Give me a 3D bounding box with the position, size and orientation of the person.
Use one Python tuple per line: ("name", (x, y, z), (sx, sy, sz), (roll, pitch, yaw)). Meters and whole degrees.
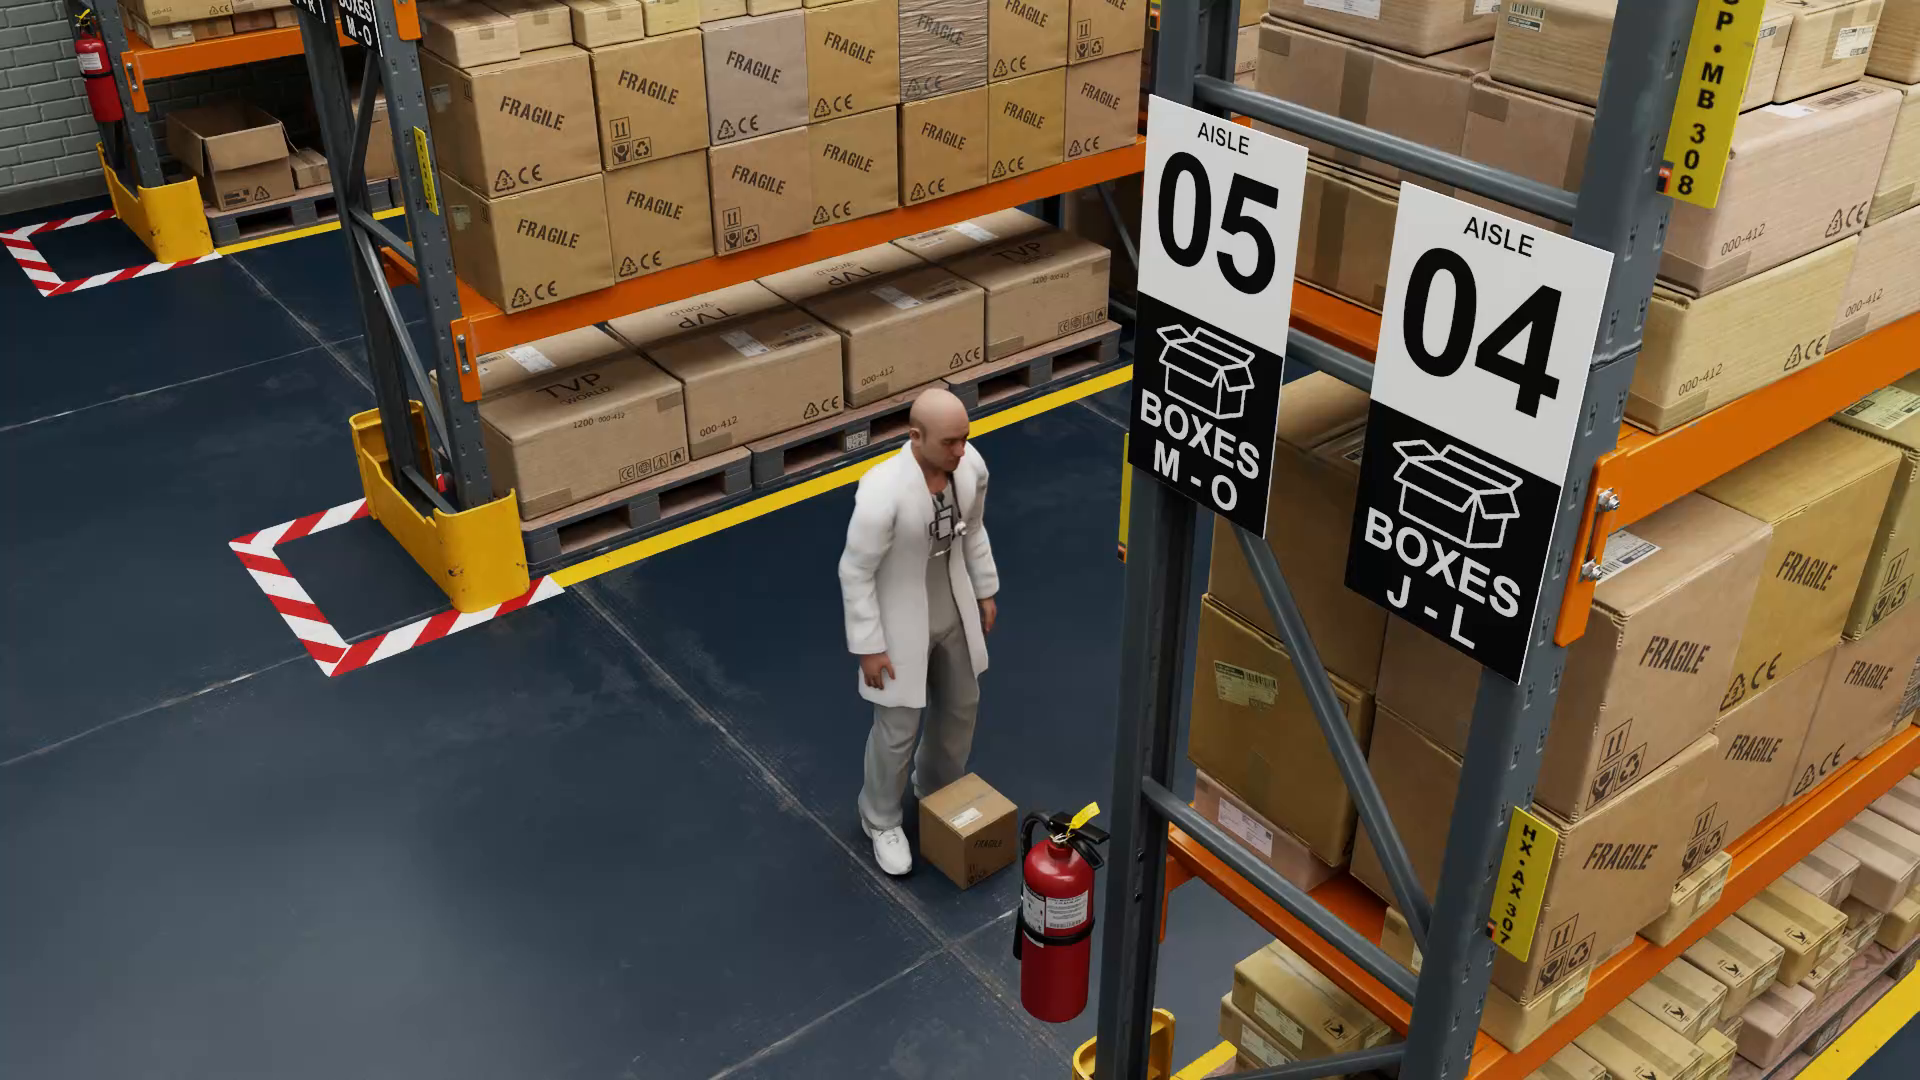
("person", (8.352, 0.715, 4.995), (12.280, 1.773, 12.853), (-25, 39, -34))
